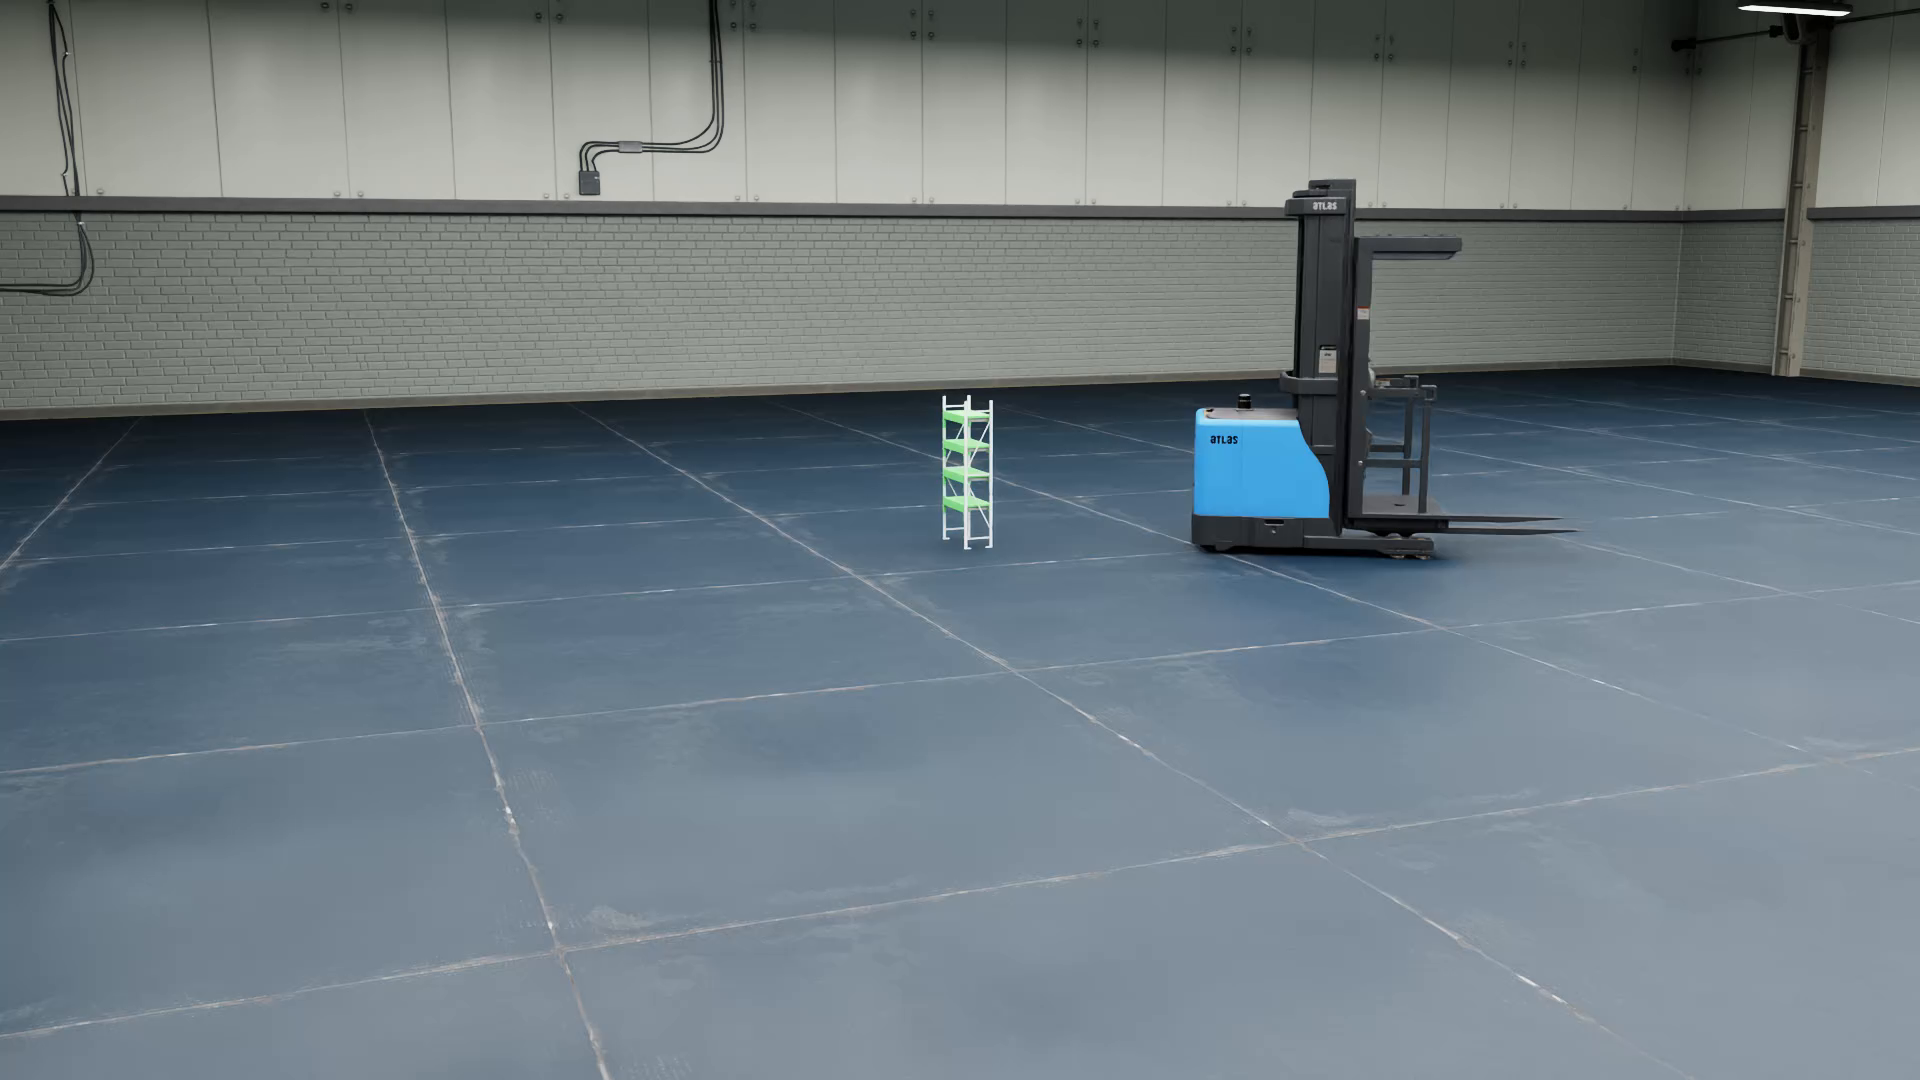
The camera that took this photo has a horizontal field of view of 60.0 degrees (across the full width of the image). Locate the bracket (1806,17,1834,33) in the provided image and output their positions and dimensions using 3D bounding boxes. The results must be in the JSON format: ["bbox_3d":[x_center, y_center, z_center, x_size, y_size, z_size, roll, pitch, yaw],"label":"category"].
[{"bbox_3d":[15.372,-9.207,29.707,0.235,0.232,0.430,-4,11,-21],"label":"bracket"}]

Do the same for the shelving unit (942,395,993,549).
[{"bbox_3d":[0.060,-0.564,13.663,0.258,1.200,0.503,-4,11,-21],"label":"shelving unit"}]

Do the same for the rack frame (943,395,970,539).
[{"bbox_3d":[-0.028,-0.604,13.887,0.240,1.200,0.015,-4,11,-21],"label":"rack frame"}]

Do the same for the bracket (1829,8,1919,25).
[{"bbox_3d":[16.306,-8.787,27.343,0.076,0.066,4.783,-4,11,-21],"label":"bracket"}]

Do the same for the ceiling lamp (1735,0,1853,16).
[{"bbox_3d":[12.330,-9.453,24.703,2.000,3.185,0.800,-4,11,-21],"label":"ceiling lamp"}]

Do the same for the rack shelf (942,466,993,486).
[{"bbox_3d":[0.060,-0.501,13.674,0.258,0.148,0.480,-4,11,-21],"label":"rack shelf"}]

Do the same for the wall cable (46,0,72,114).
[{"bbox_3d":[-11.120,-7.220,23.261,3.097,2.526,0.112,-4,11,-21],"label":"wall cable"}]

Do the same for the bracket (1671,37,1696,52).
[{"bbox_3d":[14.213,-9.729,32.644,0.235,0.232,0.430,-4,11,-21],"label":"bracket"}]

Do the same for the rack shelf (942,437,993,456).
[{"bbox_3d":[0.060,-0.737,13.632,0.258,0.148,0.480,-4,11,-21],"label":"rack shelf"}]

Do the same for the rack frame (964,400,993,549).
[{"bbox_3d":[0.148,-0.524,13.439,0.240,1.200,0.015,-4,11,-21],"label":"rack frame"}]

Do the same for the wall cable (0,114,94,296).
[{"bbox_3d":[-13.641,-4.562,22.739,3.097,2.526,0.112,-4,11,-21],"label":"wall cable"}]

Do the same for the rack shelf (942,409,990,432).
[{"bbox_3d":[0.060,-0.973,13.590,0.258,0.148,0.480,-4,11,-21],"label":"rack shelf"}]

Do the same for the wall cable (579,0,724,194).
[{"bbox_3d":[-4.787,-8.365,25.541,2.305,6.003,0.169,-4,11,-21],"label":"wall cable"}]

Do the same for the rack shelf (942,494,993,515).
[{"bbox_3d":[0.060,-0.265,13.716,0.258,0.148,0.480,-4,11,-21],"label":"rack shelf"}]

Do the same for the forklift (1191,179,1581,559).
[{"bbox_3d":[3.425,-1.389,13.362,3.031,2.935,1.130,1,10,7],"label":"forklift"}]

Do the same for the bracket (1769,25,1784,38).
[{"bbox_3d":[15.072,-9.343,30.469,0.235,0.232,0.430,-4,11,-21],"label":"bracket"}]

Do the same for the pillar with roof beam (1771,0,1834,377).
[{"bbox_3d":[11.540,-7.252,28.994,9.100,9.000,0.548,-4,11,-21],"label":"pillar with roof beam"}]

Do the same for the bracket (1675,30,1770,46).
[{"bbox_3d":[14.427,-9.633,32.102,0.076,0.066,3.189,-4,11,-21],"label":"bracket"}]
